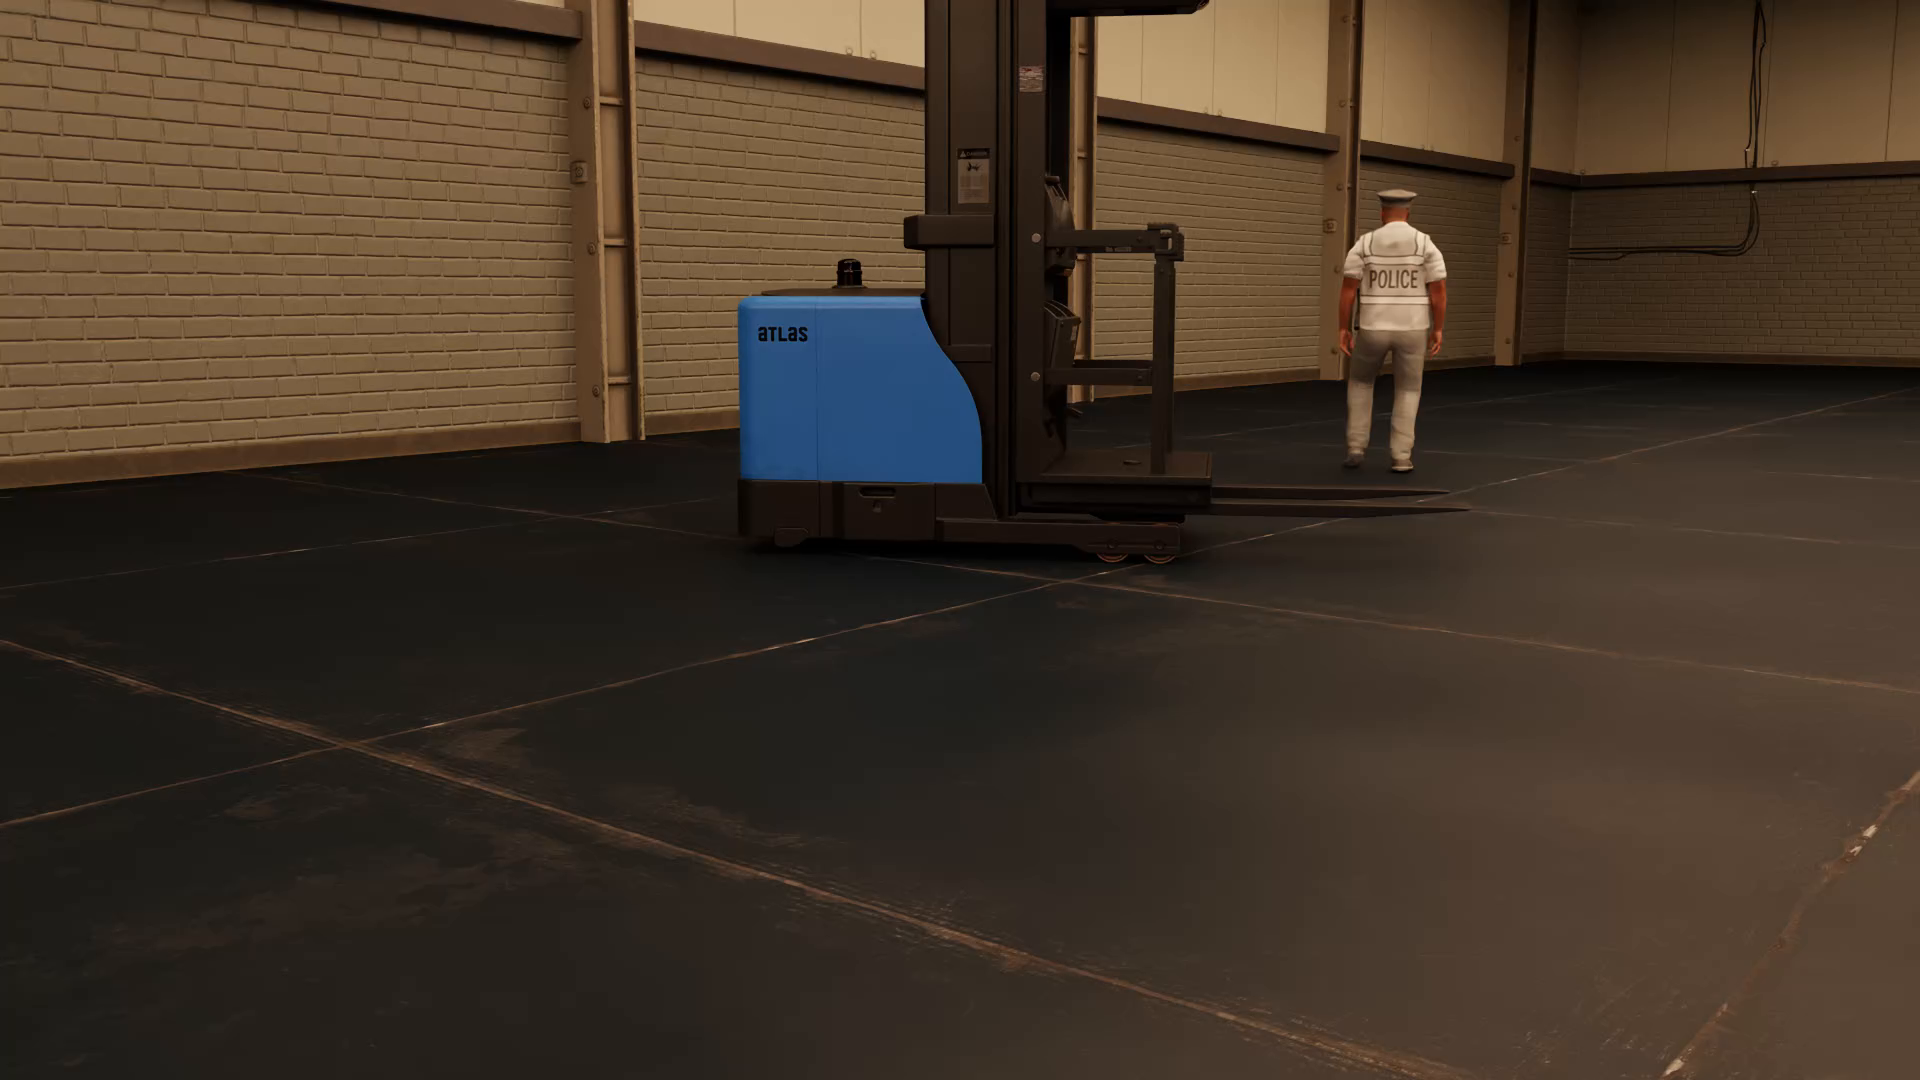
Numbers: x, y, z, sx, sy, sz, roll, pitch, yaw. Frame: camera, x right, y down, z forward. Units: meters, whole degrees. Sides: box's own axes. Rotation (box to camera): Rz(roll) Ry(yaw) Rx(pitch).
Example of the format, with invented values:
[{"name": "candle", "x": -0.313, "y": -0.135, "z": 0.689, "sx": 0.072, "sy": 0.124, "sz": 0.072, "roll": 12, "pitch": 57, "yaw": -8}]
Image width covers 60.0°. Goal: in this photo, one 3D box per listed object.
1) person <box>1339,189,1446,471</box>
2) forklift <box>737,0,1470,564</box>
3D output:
[{"name": "person", "x": 2.688, "y": -1.268, "z": 10.358, "sx": 0.636, "sy": 1.816, "sz": 0.510, "roll": 3, "pitch": 9, "yaw": 17}, {"name": "forklift", "x": 0.617, "y": -1.436, "z": 7.097, "sx": 3.031, "sy": 2.935, "sz": 1.130, "roll": 1, "pitch": 8, "yaw": 9}]
